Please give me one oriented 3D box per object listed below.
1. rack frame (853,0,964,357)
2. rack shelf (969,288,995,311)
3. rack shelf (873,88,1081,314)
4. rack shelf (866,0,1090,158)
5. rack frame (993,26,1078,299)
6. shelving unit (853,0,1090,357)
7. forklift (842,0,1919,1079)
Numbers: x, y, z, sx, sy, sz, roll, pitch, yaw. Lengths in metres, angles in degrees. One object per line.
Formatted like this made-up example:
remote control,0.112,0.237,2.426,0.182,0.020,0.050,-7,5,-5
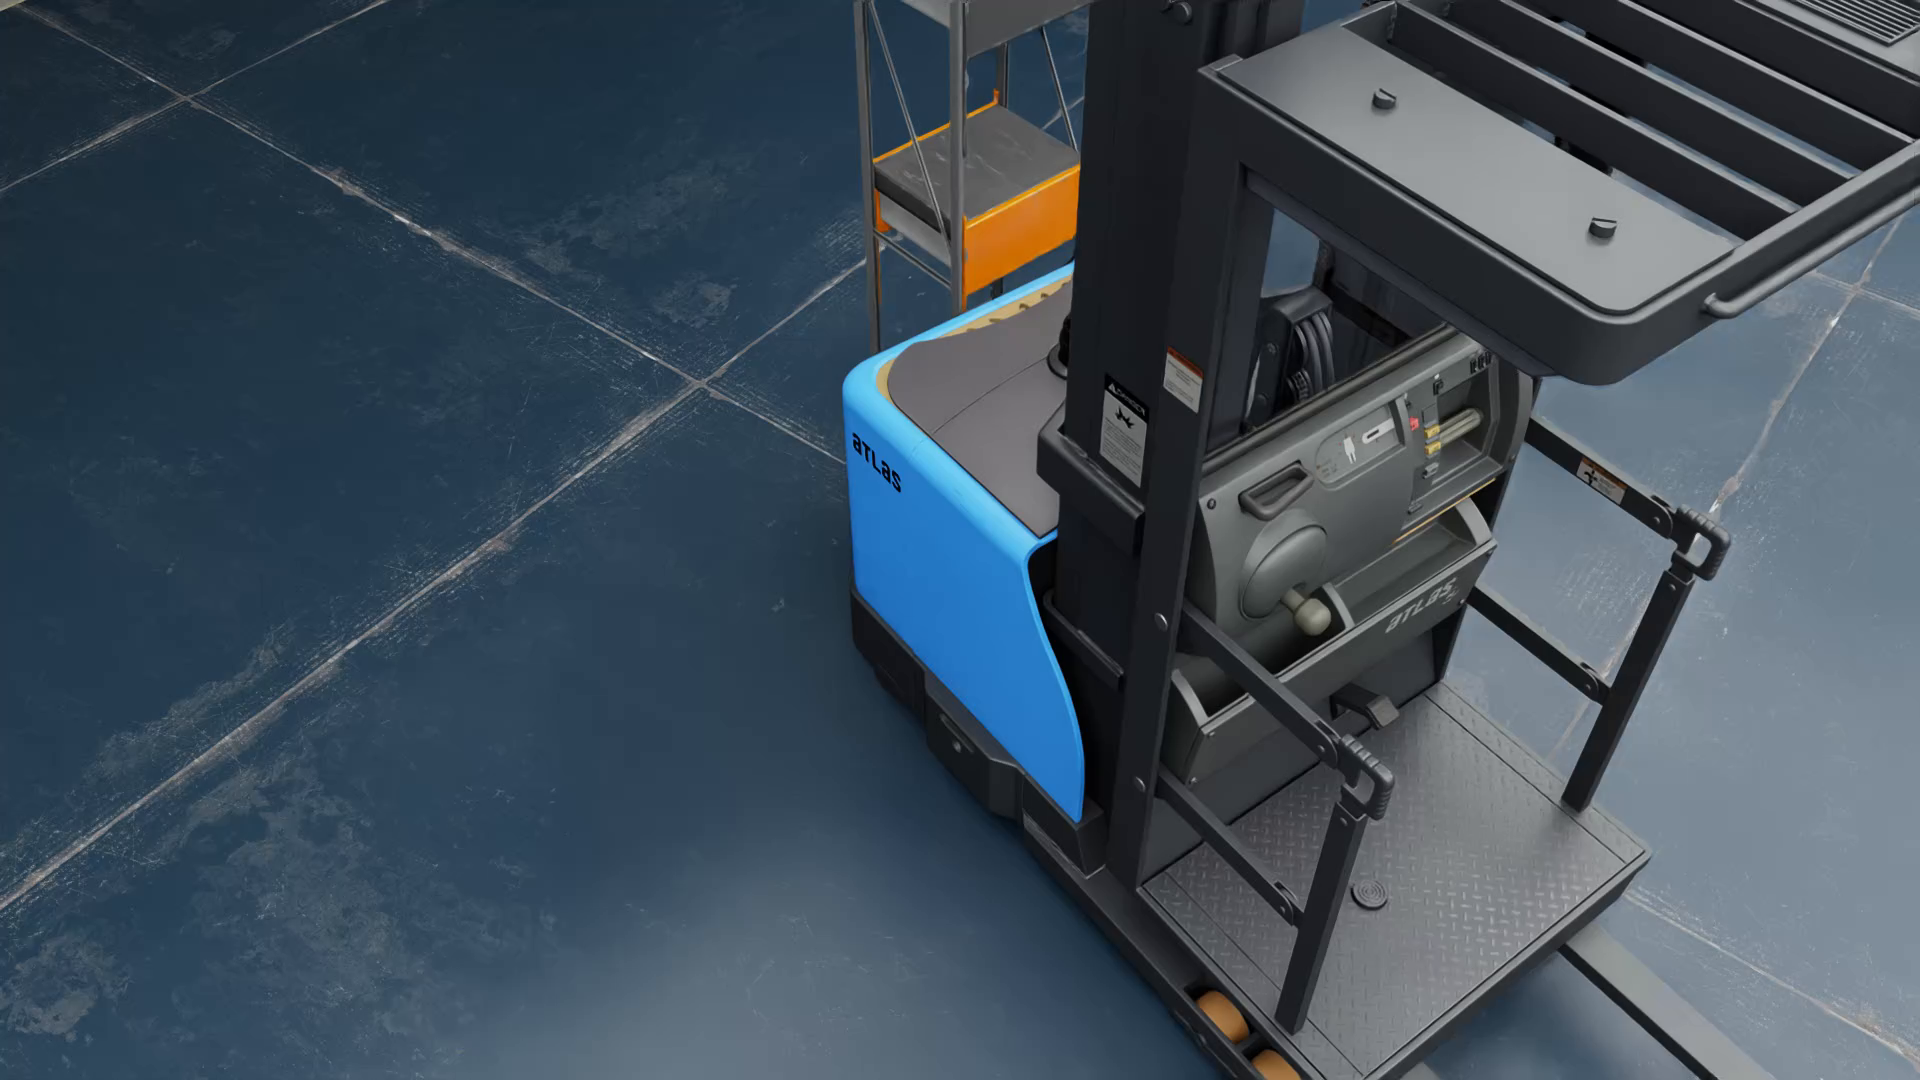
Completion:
rack frame,-0.128,-0.759,4.522,0.015,2.100,0.400,-32,54,-27
rack shelf,0.056,-0.382,5.150,0.480,0.518,0.431,-32,54,-27
rack shelf,0.056,-0.865,4.643,0.480,0.518,0.431,-32,54,-27
rack shelf,0.056,-1.349,4.137,0.480,0.518,0.431,-32,54,-27
rack frame,0.239,-0.991,4.745,0.015,2.100,0.400,-32,54,-27
shelving unit,0.056,-0.875,4.634,0.503,2.100,0.431,-32,54,-27
forklift,0.971,-0.050,3.271,1.130,2.935,3.031,-28,53,-24
